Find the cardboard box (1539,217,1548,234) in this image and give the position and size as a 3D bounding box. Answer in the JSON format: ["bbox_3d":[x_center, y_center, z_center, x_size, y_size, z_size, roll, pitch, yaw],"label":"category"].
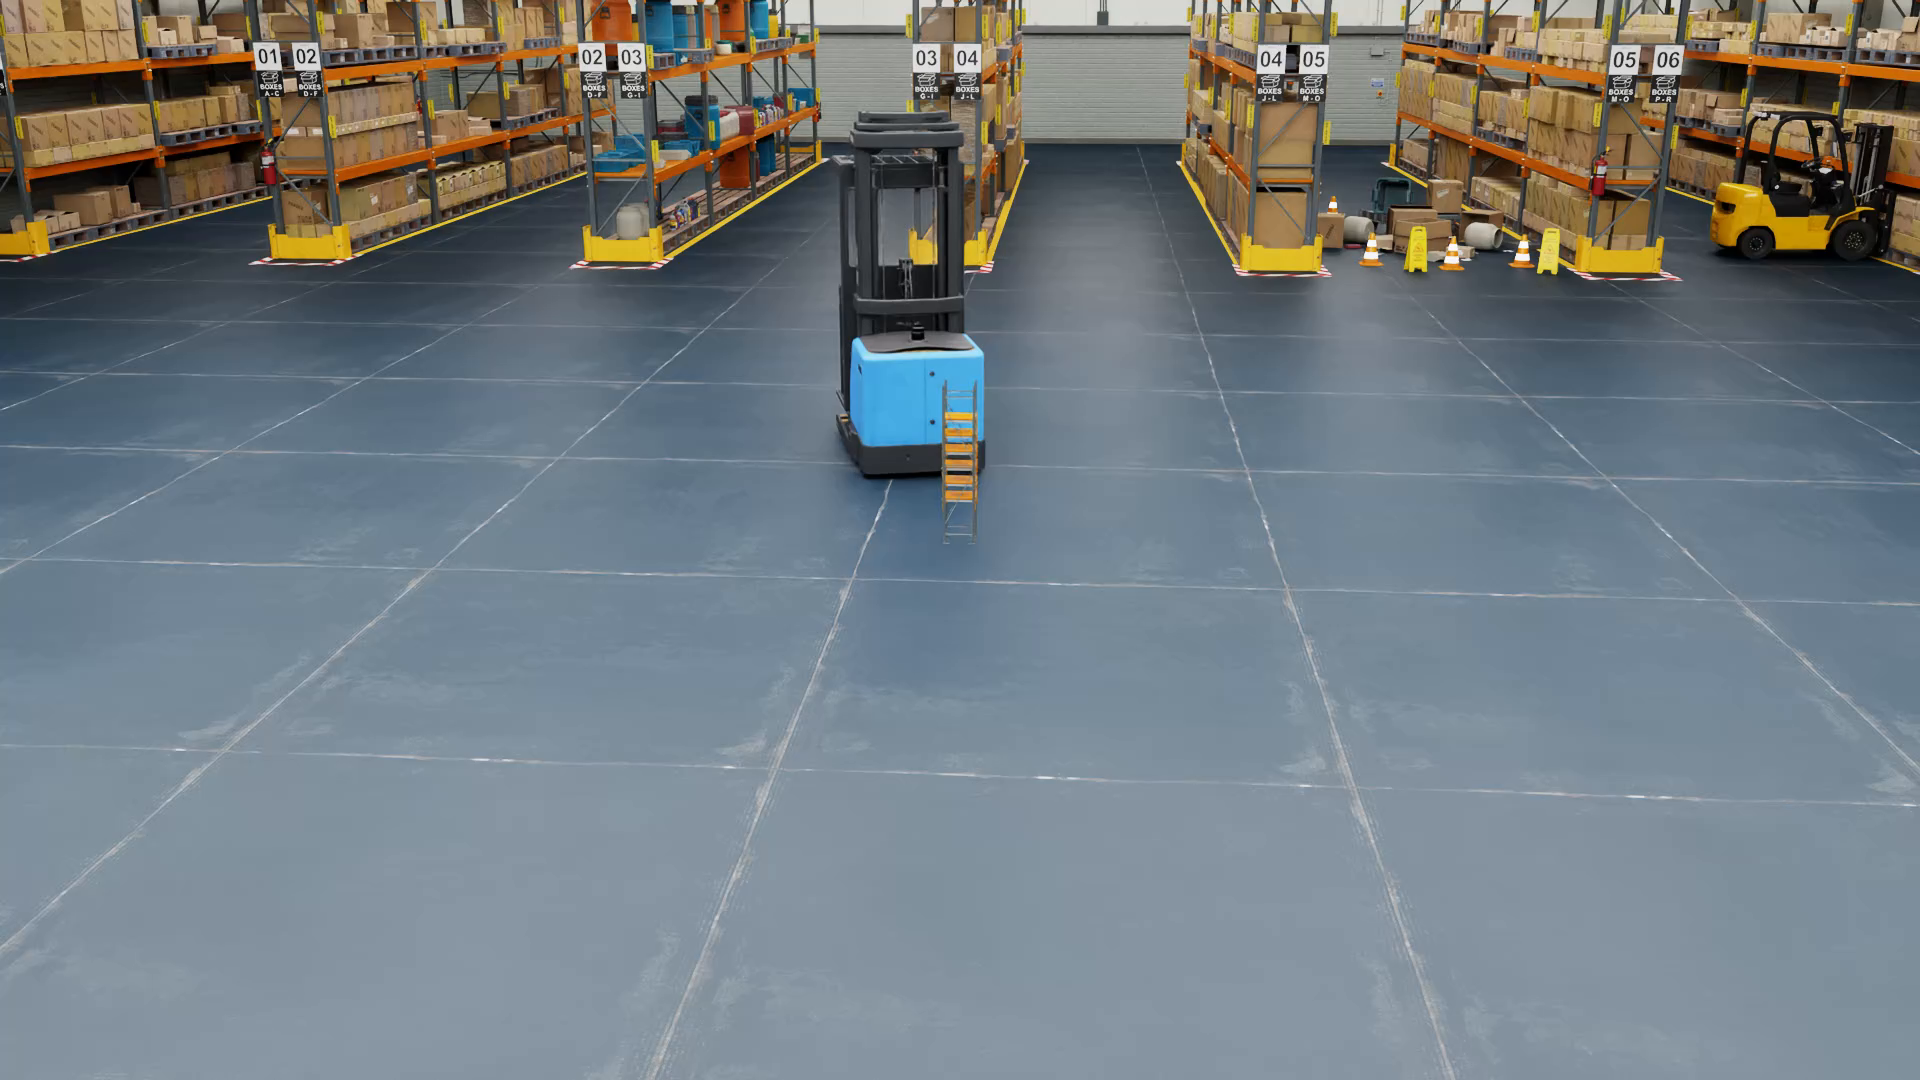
[{"bbox_3d":[9.613,-5.010,26.638,0.500,0.250,0.500,1,18,3],"label":"cardboard box"}]

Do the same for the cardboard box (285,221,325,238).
[{"bbox_3d":[-10.321,-4.893,26.279,0.500,0.250,0.500,1,18,4],"label":"cardboard box"}]

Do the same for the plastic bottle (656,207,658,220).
[{"bbox_3d":[-5.199,-5.581,28.312,0.097,0.271,0.097,0,18,0],"label":"plastic bottle"}]

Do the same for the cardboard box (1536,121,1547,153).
[{"bbox_3d":[9.665,-6.528,26.889,0.500,0.500,0.500,1,18,4],"label":"cardboard box"}]

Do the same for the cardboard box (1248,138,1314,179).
[{"bbox_3d":[4.738,-5.650,24.607,0.875,0.550,0.550,1,18,4],"label":"cardboard box"}]

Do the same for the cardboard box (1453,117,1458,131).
[{"bbox_3d":[10.125,-8.274,33.099,0.500,0.250,0.500,1,18,3],"label":"cardboard box"}]

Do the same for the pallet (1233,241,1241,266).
[{"bbox_3d":[4.736,-4.387,25.473,1.003,0.211,1.213,1,18,4],"label":"pallet"}]

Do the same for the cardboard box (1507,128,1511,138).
[{"bbox_3d":[9.783,-7.113,29.043,0.380,0.149,0.250,1,18,4],"label":"cardboard box"}]

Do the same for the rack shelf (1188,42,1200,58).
[{"bbox_3d":[5.760,-10.894,37.191,1.077,0.370,4.000,1,18,4],"label":"rack shelf"}]

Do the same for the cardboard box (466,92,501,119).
[{"bbox_3d":[-9.558,-8.757,33.494,0.700,0.500,0.500,-5,19,-15],"label":"cardboard box"}]

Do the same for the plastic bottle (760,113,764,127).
[{"bbox_3d":[-4.069,-8.629,34.128,0.061,0.283,0.133,1,18,4],"label":"plastic bottle"}]

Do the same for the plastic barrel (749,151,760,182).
[{"bbox_3d":[-4.451,-7.756,34.475,0.600,0.588,0.708,1,18,4],"label":"plastic barrel"}]

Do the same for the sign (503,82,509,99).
[{"bbox_3d":[-8.937,-8.850,32.756,0.100,0.325,0.005,1,18,4],"label":"sign"}]

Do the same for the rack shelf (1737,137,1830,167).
[{"bbox_3d":[15.082,-6.795,29.499,1.077,0.370,4.000,1,18,4],"label":"rack shelf"}]

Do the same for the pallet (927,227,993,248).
[{"bbox_3d":[0.005,-4.932,27.137,1.003,0.211,1.213,1,18,4],"label":"pallet"}]

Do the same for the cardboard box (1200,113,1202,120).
[{"bbox_3d":[4.944,-8.348,32.810,0.380,0.149,0.250,2,18,5],"label":"cardboard box"}]

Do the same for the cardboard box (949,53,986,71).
[{"bbox_3d":[0.109,-7.102,24.705,0.500,0.250,0.500,2,18,6],"label":"cardboard box"}]

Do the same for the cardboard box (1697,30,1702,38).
[{"bbox_3d":[15.023,-10.152,33.341,0.380,0.149,0.250,1,18,3],"label":"cardboard box"}]

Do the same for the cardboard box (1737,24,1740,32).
[{"bbox_3d":[15.108,-9.798,31.812,0.380,0.149,0.250,1,18,3],"label":"cardboard box"}]

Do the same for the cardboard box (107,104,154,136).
[{"bbox_3d":[-14.444,-7.319,28.948,0.500,0.500,0.500,1,18,4],"label":"cardboard box"}]

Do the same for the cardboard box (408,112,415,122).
[{"bbox_3d":[-9.603,-7.259,28.556,0.380,0.149,0.250,1,18,3],"label":"cardboard box"}]

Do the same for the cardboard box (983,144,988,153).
[{"bbox_3d":[0.003,-6.585,27.065,0.875,0.500,0.500,1,18,4],"label":"cardboard box"}]

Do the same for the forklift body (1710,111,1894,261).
[{"bbox_3d":[12.968,-5.500,25.754,2.313,2.155,1.214,1,18,4],"label":"forklift body"}]

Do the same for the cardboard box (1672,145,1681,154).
[{"bbox_3d":[15.221,-8.215,34.975,0.380,0.149,0.250,2,18,7],"label":"cardboard box"}]

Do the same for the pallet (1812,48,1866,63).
[{"bbox_3d":[14.989,-8.125,27.891,0.805,0.209,1.217,1,18,2],"label":"pallet"}]

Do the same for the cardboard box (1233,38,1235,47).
[{"bbox_3d":[4.678,-8.152,27.237,0.380,0.149,0.250,1,18,3],"label":"cardboard box"}]

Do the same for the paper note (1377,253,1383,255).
[{"bbox_3d":[6.559,-4.487,26.070,0.144,0.017,0.142,8,20,23],"label":"paper note"}]

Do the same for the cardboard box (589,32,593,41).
[{"bbox_3d":[-8.761,-11.674,38.657,0.500,0.250,0.500,1,18,4],"label":"cardboard box"}]

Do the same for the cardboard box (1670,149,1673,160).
[{"bbox_3d":[15.486,-8.480,36.824,0.700,0.500,0.500,1,18,2],"label":"cardboard box"}]

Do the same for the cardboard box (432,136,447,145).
[{"bbox_3d":[-9.510,-7.220,30.044,0.380,0.149,0.250,1,18,4],"label":"cardboard box"}]

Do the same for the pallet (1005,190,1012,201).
[{"bbox_3d":[0.521,-7.007,33.469,1.003,0.211,1.213,1,18,4],"label":"pallet"}]

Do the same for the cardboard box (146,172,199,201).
[{"bbox_3d":[-14.696,-6.590,31.026,0.700,0.500,0.500,1,18,3],"label":"cardboard box"}]

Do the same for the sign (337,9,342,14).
[{"bbox_3d":[-13.603,-11.475,36.472,0.100,0.325,0.005,1,18,4],"label":"sign"}]

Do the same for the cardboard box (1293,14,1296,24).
[{"bbox_3d":[5.153,-7.727,24.657,0.380,0.149,0.250,1,18,4],"label":"cardboard box"}]

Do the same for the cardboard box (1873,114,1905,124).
[{"bbox_3d":[14.569,-6.599,26.065,0.380,0.149,0.250,1,18,3],"label":"cardboard box"}]

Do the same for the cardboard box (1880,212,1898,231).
[{"bbox_3d":[14.438,-4.879,25.433,0.500,0.250,0.500,1,18,3],"label":"cardboard box"}]

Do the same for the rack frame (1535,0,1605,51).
[{"bbox_3d":[9.987,-9.476,26.892,1.000,3.000,0.127,1,18,4],"label":"rack frame"}]

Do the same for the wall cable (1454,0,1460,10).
[{"bbox_3d":[14.500,-14.903,43.391,2.988,3.039,0.133,1,18,4],"label":"wall cable"}]

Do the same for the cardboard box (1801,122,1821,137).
[{"bbox_3d":[14.749,-7.000,28.408,0.500,0.250,0.500,1,18,2],"label":"cardboard box"}]

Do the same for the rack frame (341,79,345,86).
[{"bbox_3d":[-14.145,-9.663,37.096,1.000,3.000,0.127,1,18,4],"label":"rack frame"}]

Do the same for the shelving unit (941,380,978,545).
[{"bbox_3d":[-0.001,-0.566,12.222,0.258,1.200,0.189,1,18,4],"label":"shelving unit"}]

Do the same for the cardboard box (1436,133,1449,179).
[{"bbox_3d":[10.596,-8.106,35.081,0.875,0.875,0.875,2,18,6],"label":"cardboard box"}]

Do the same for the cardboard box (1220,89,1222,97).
[{"bbox_3d":[5.903,-9.526,36.040,0.500,0.500,0.500,1,18,3],"label":"cardboard box"}]

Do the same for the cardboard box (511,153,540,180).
[{"bbox_3d":[-9.100,-7.786,34.675,0.500,0.500,0.500,1,18,3],"label":"cardboard box"}]

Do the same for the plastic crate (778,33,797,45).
[{"bbox_3d":[-3.901,-11.185,37.133,0.497,0.269,0.590,1,18,4],"label":"plastic crate"}]

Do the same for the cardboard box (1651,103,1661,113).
[{"bbox_3d":[15.327,-9.390,36.026,0.500,0.250,0.500,1,18,4],"label":"cardboard box"}]

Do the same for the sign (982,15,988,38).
[{"bbox_3d":[0.357,-7.433,24.070,0.100,0.325,0.005,1,18,4],"label":"sign"}]

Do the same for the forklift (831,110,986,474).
[{"bbox_3d":[-0.548,-2.358,14.912,1.130,2.935,3.031,-3,18,-10],"label":"forklift"}]

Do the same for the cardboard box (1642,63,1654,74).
[{"bbox_3d":[10.048,-6.785,23.899,0.380,0.149,0.250,1,18,4],"label":"cardboard box"}]

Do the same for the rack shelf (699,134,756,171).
[{"bbox_3d":[-4.694,-7.237,30.846,1.077,0.370,4.000,1,18,4],"label":"rack shelf"}]

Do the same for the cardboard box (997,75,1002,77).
[{"bbox_3d":[0.549,-9.251,34.066,0.797,0.503,0.637,2,18,6],"label":"cardboard box"}]
